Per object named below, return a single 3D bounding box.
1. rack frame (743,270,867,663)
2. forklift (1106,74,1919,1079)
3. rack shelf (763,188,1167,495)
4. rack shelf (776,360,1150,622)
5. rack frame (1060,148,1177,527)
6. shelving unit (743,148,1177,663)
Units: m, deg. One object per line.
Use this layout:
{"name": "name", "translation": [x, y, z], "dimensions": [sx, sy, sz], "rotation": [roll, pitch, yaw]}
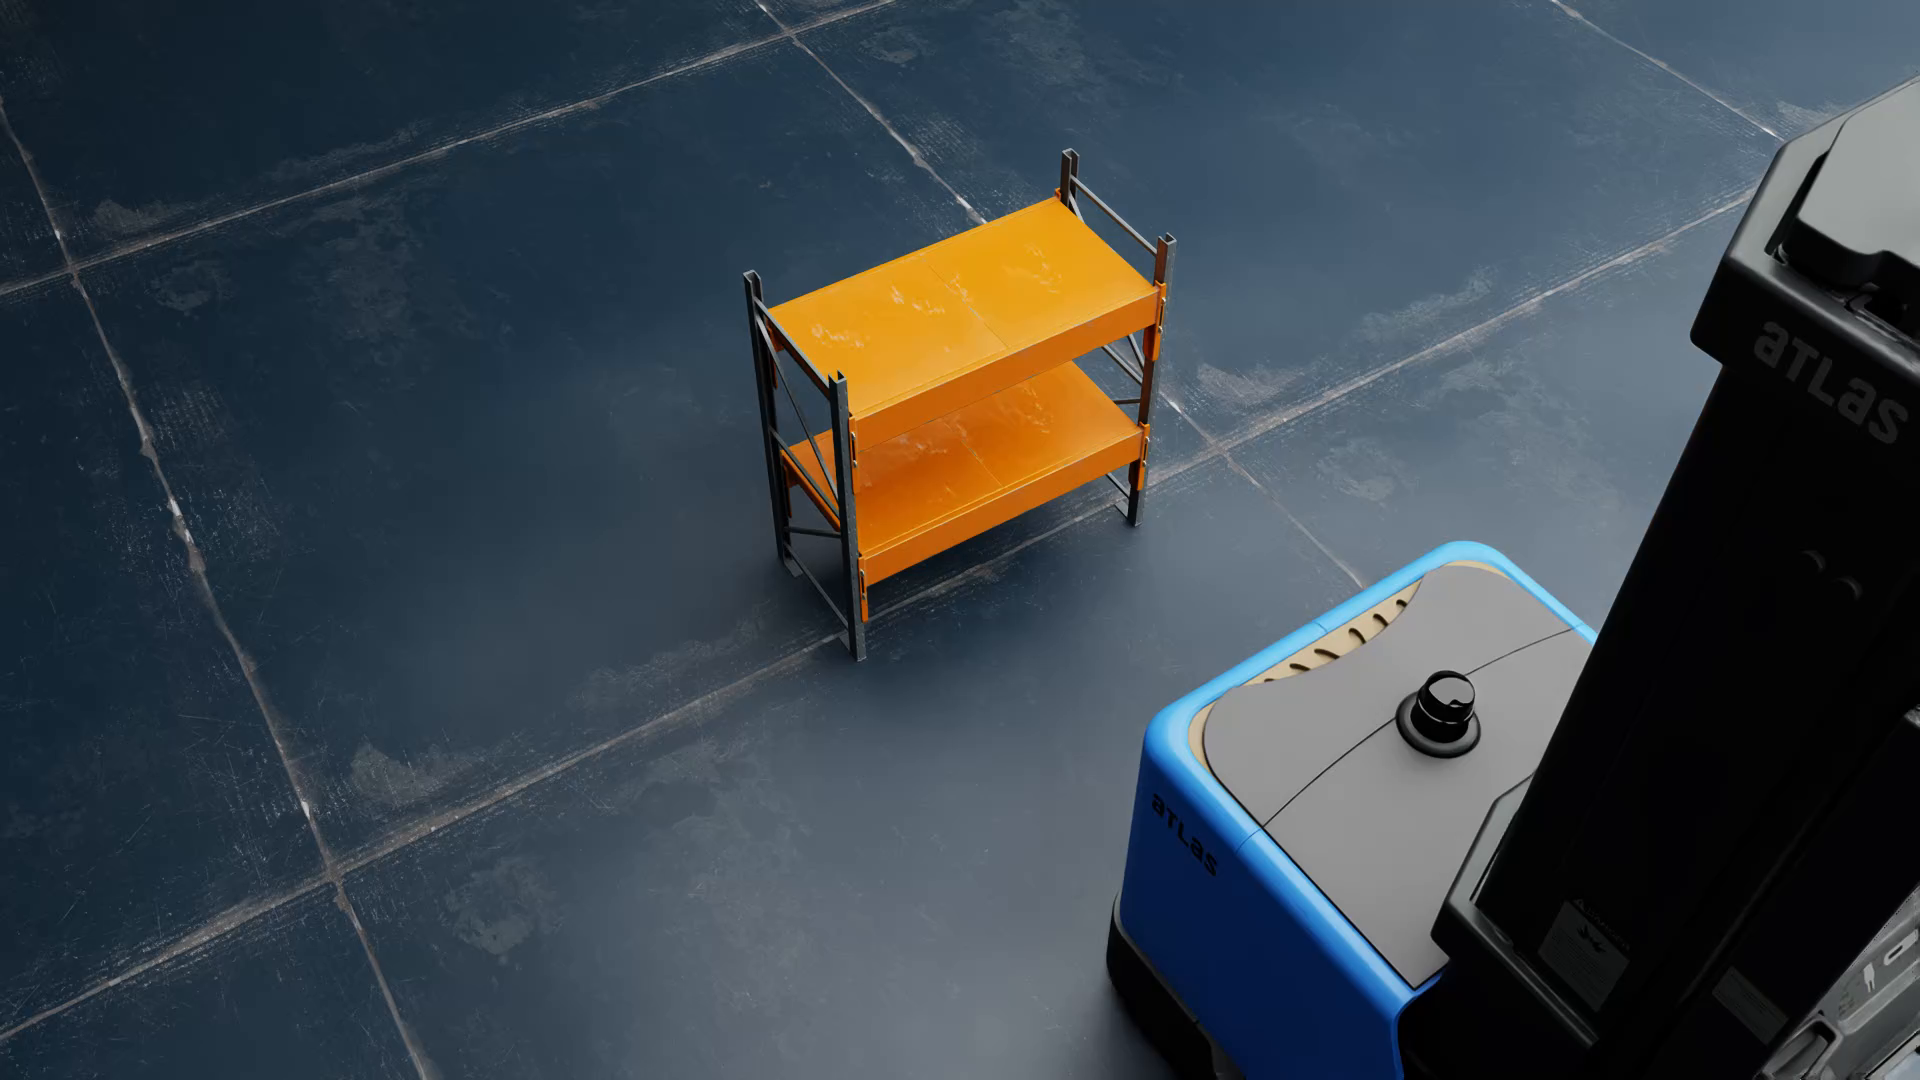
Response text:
{"name": "rack frame", "translation": [-0.424, -0.174, 4.652], "dimensions": [0.032, 1.125, 0.500], "rotation": [-25, 53, -21]}
{"name": "forklift", "translation": [1.615, 0.829, 2.549], "dimensions": [1.130, 2.935, 3.031], "rotation": [-27, 54, -22]}
{"name": "rack shelf", "translation": [0.006, -0.571, 4.614], "dimensions": [1.000, 0.278, 0.538], "rotation": [-25, 53, -21]}
{"name": "rack shelf", "translation": [0.006, -0.214, 5.015], "dimensions": [1.000, 0.278, 0.538], "rotation": [-25, 53, -21]}
{"name": "rack frame", "translation": [0.436, -0.579, 5.013], "dimensions": [0.032, 1.125, 0.500], "rotation": [-25, 53, -21]}
{"name": "shelving unit", "translation": [0.006, -0.377, 4.832], "dimensions": [1.048, 1.125, 0.538], "rotation": [-25, 53, -21]}
